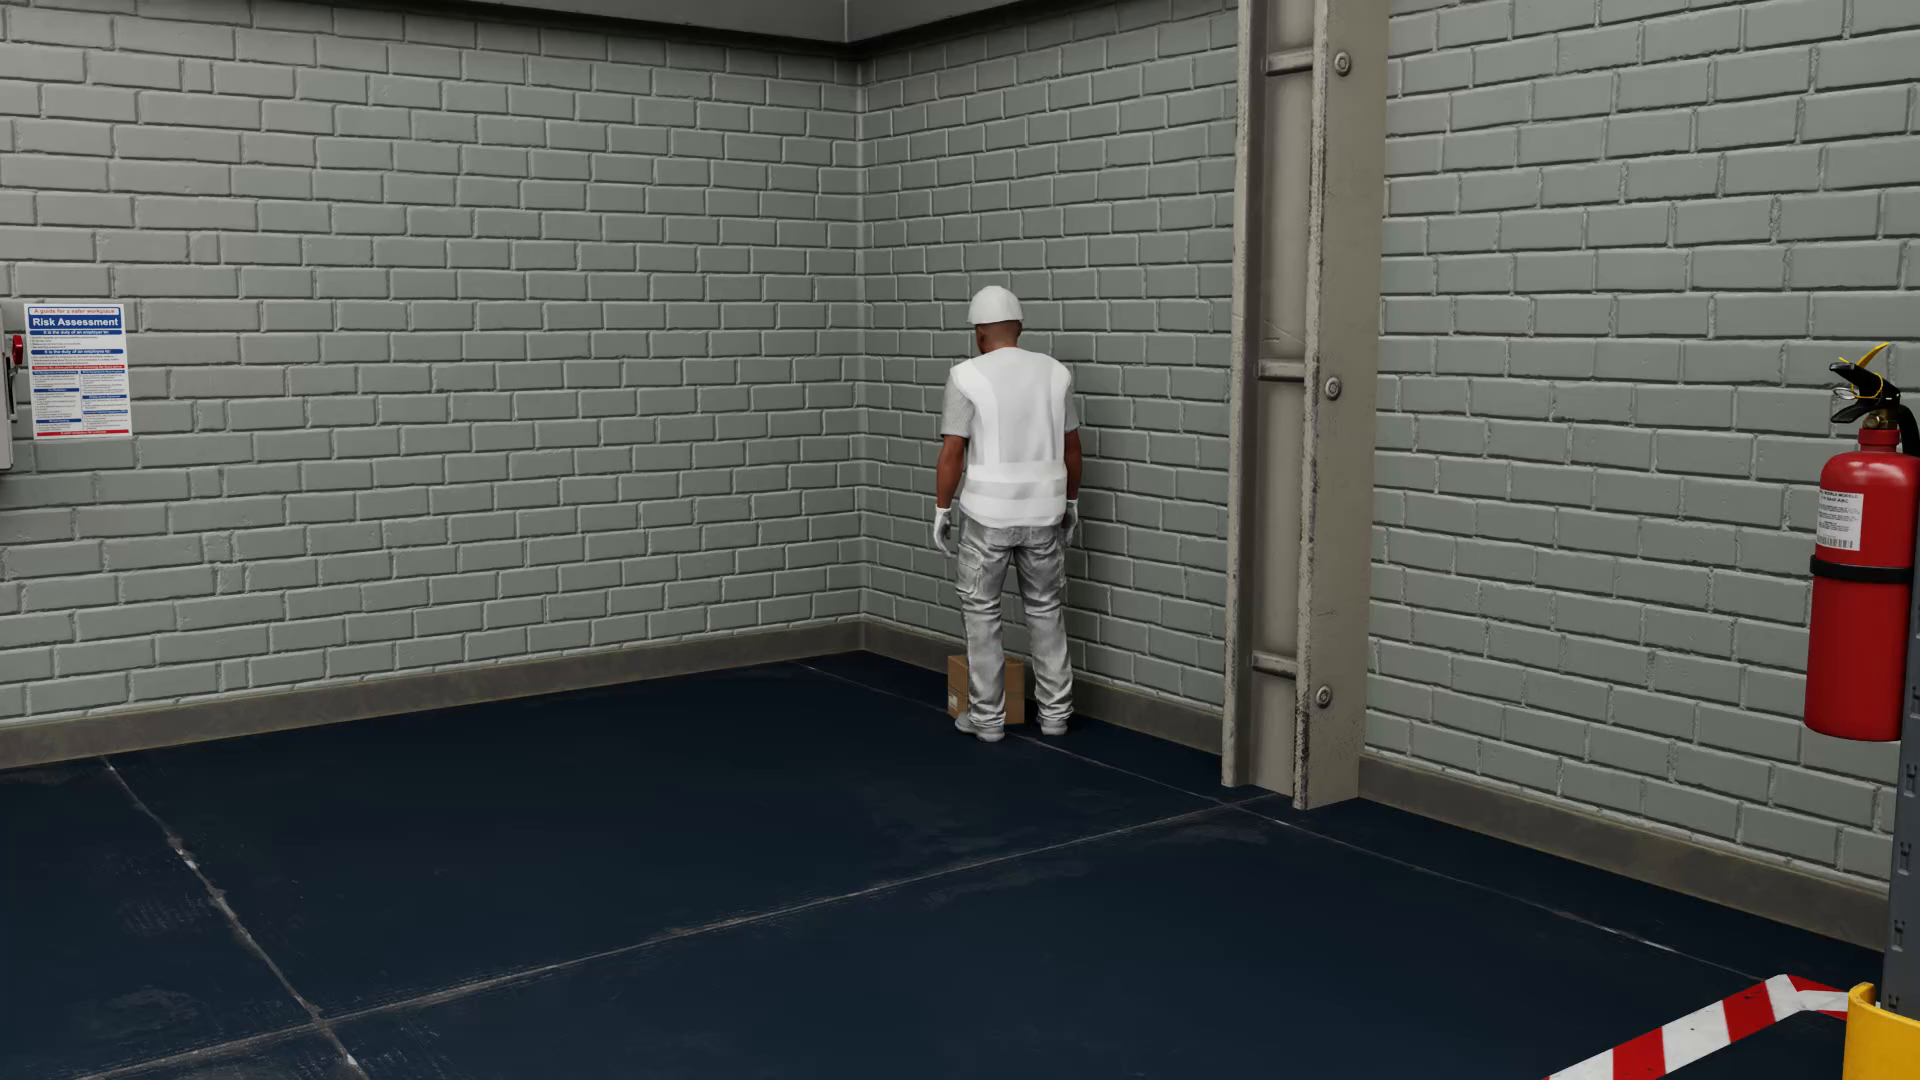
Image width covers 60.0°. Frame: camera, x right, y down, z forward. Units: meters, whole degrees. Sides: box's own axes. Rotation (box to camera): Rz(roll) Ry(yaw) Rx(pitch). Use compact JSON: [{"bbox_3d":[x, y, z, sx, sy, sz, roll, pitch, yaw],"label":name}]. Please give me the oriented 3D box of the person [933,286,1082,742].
[{"bbox_3d":[0.188,-0.105,6.540,0.623,1.773,0.451,-3,8,-21],"label":"person"}]
